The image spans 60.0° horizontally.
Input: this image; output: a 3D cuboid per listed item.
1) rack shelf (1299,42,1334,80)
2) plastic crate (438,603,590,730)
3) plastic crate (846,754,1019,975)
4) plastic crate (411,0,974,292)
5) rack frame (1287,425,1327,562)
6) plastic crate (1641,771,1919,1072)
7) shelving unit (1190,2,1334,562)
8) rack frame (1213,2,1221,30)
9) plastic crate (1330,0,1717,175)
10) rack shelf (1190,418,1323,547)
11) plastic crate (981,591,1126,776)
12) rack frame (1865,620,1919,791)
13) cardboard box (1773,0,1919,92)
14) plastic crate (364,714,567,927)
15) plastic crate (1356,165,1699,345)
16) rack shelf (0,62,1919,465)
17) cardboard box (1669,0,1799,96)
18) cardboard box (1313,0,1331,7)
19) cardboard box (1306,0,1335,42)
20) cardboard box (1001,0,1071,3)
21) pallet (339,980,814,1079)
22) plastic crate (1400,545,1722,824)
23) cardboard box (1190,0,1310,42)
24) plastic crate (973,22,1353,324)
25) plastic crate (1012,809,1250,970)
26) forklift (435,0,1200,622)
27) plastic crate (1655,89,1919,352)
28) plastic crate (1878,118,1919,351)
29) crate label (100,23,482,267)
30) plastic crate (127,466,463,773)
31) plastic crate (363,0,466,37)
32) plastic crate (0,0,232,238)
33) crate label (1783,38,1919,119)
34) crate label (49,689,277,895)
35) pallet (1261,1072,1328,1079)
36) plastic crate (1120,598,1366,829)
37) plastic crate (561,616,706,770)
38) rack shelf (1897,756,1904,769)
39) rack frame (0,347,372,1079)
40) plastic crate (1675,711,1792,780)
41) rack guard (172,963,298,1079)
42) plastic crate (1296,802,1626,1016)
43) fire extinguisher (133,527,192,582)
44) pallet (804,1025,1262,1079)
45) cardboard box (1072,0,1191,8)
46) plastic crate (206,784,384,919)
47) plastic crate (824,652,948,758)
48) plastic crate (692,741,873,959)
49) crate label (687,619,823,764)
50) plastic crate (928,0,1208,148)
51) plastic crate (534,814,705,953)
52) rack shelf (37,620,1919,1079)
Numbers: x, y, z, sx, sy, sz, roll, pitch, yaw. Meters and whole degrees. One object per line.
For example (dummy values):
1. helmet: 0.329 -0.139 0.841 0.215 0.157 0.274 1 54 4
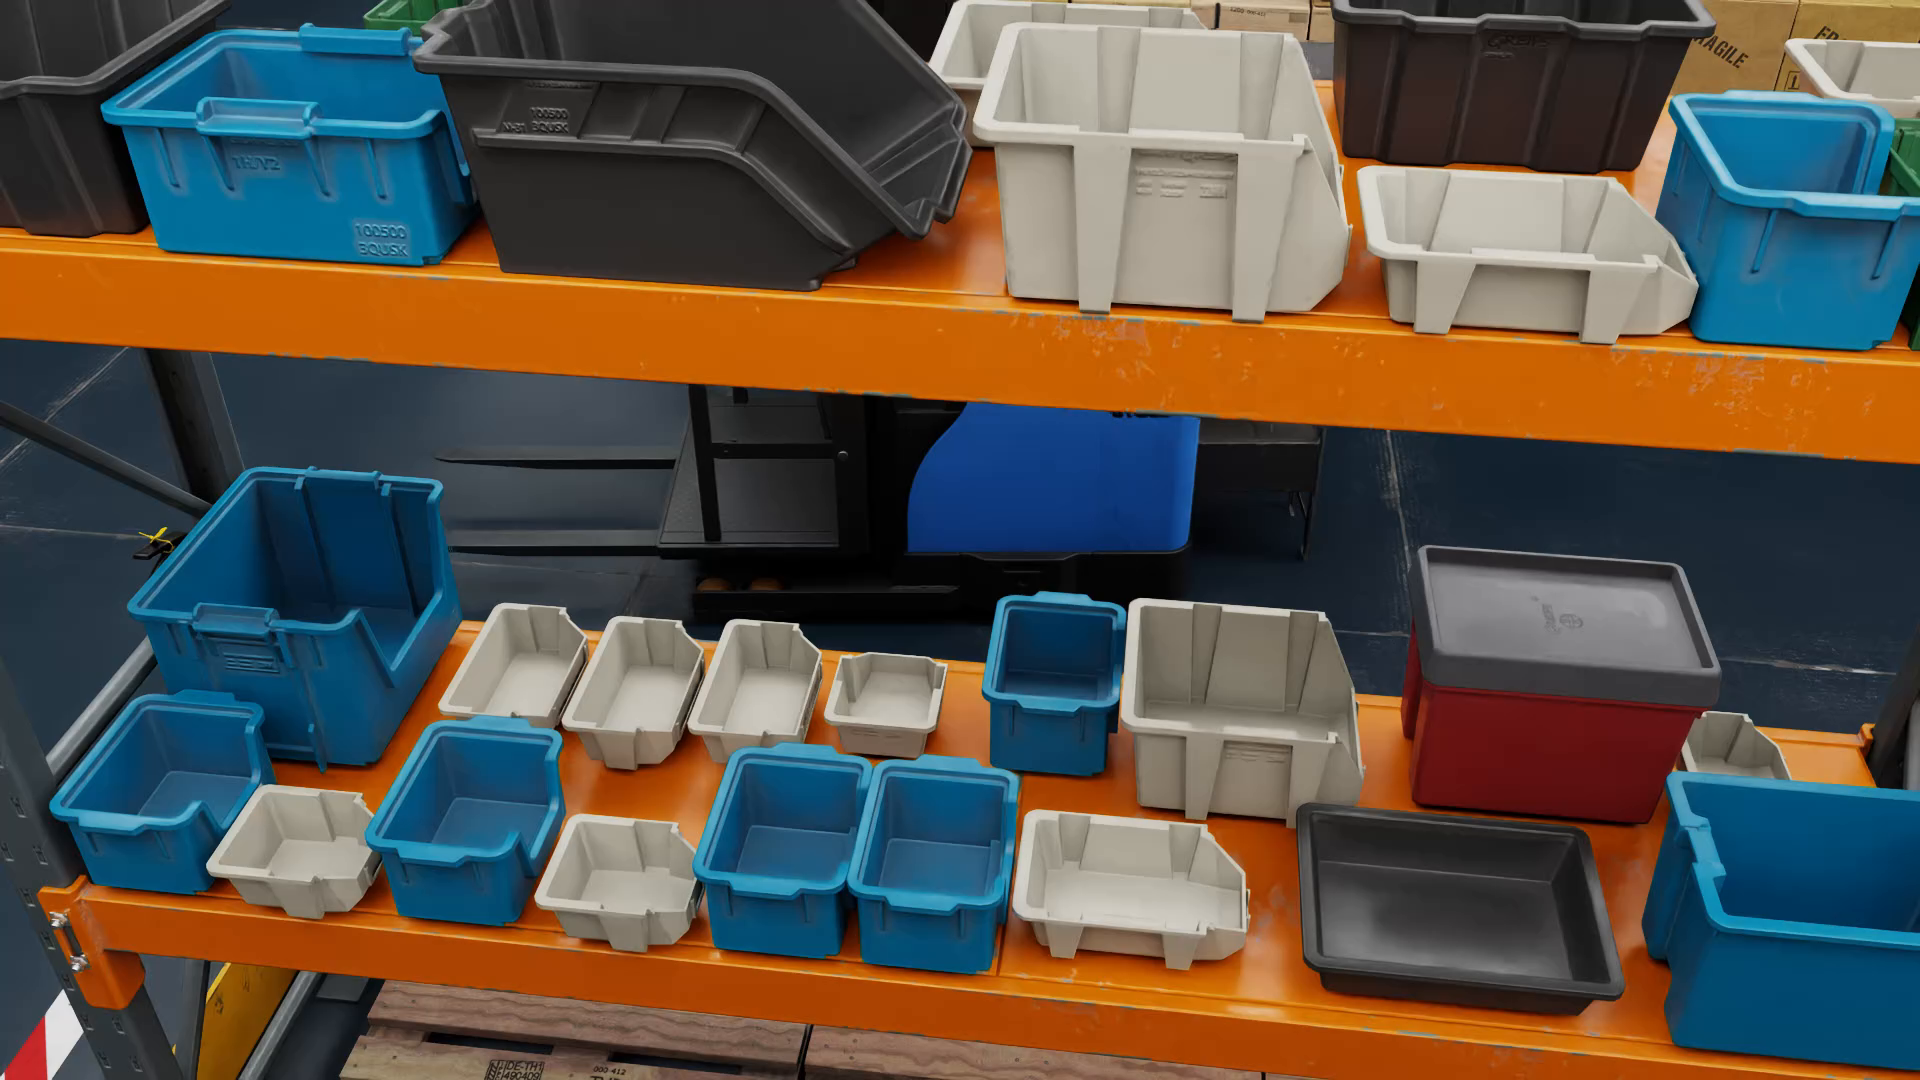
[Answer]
1. rack shelf: 1.133 -1.443 5.783 0.480 0.518 0.431 0 36 0
2. plastic crate: -1.023 0.328 3.883 0.243 0.136 0.396 4 36 6
3. plastic crate: -0.048 0.661 3.334 0.300 0.233 0.416 4 36 6
4. plastic crate: -0.374 -0.635 2.529 0.767 0.338 0.504 4 36 6
5. rack frame: 1.377 -0.885 6.182 0.015 2.100 0.400 0 36 0
6. plastic crate: 1.606 0.730 3.108 0.575 0.384 0.392 4 36 6
7. shelving unit: 1.133 -0.884 6.181 0.503 2.100 0.431 0 36 0
8. rack frame: 0.889 -0.884 6.181 0.015 2.100 0.400 0 36 0
9. plastic crate: 0.916 -0.832 2.864 0.590 0.269 0.497 4 36 6
10. rack shelf: 1.133 -0.303 6.596 0.480 0.518 0.431 0 36 0
11. plastic crate: 0.215 0.337 3.787 0.300 0.233 0.416 4 36 6
12. rack frame: 2.113 0.584 3.350 0.053 2.616 0.949 4 36 6
13. cardboard box: 3.667 -2.094 7.016 0.500 0.500 0.500 4 36 6
14. plastic crate: -0.999 0.590 3.434 0.300 0.233 0.416 4 36 6
15. plastic crate: 0.803 -0.403 2.377 0.466 0.136 0.293 4 36 6
16. rack shelf: 0.129 -0.491 2.892 4.000 0.370 1.077 4 36 6
17. cardboard box: 3.168 -2.131 7.068 0.500 0.500 0.500 4 36 6
18. cardboard box: 1.757 -2.553 6.973 0.500 0.500 0.500 5 36 6
19. cardboard box: 1.759 -2.247 7.189 0.500 0.250 0.500 5 36 7
20. cardboard box: 0.232 -2.359 7.347 0.500 0.250 0.500 3 36 4
21. pallet: -1.041 1.508 4.455 1.213 0.211 1.003 4 36 6
22. plastic crate: 1.259 0.324 3.607 0.583 0.464 0.402 4 36 6
23. cardboard box: 1.253 -2.284 7.242 0.500 0.250 0.500 5 36 7
24. plastic crate: 0.305 -0.541 2.446 0.530 0.282 0.437 4 36 6
25. plastic crate: 0.348 0.713 3.345 0.466 0.136 0.293 4 36 6
26. forklift: -0.647 -1.192 5.897 3.031 2.935 1.130 0 36 0
27. plastic crate: 1.169 -0.451 2.361 0.300 0.233 0.416 4 36 6
28. plastic crate: 1.654 -0.406 2.338 0.662 0.188 0.450 4 36 6
29. crate label: -0.980 -0.616 2.577 0.502 0.251 0.408 4 36 6
30. plastic crate: -1.499 0.168 3.851 0.499 0.435 0.616 4 36 6
31. plastic crate: -0.840 -0.937 3.081 0.336 0.188 0.450 4 36 6
32. plastic crate: -1.508 -0.689 2.664 0.590 0.269 0.497 4 36 6
33. crate label: 1.664 -0.731 2.837 0.466 0.136 0.293 4 36 6
34. crate label: -1.651 0.541 3.502 0.303 0.233 0.416 4 36 6
35. pallet: 1.379 1.688 4.202 1.213 0.211 1.003 4 36 6
36. plastic crate: 0.622 0.390 3.672 0.530 0.282 0.437 4 36 6
37. plastic crate: -0.737 0.358 3.841 0.243 0.136 0.396 4 36 6
38. rack shelf: 4.097 1.026 3.349 4.000 0.370 1.077 4 36 6
39. rack frame: -1.854 0.290 3.762 0.127 3.000 1.000 4 36 6
40. plastic crate: 1.670 0.552 3.570 0.243 0.136 0.396 4 36 6
41. rack guard: -1.880 1.313 4.480 0.348 0.500 1.175 4 36 6
42. plastic crate: 0.969 0.745 3.309 0.590 0.125 0.437 4 36 6
43. fire extinguisher: -1.946 0.200 4.276 0.183 0.674 0.296 4 36 6
44. pallet: 0.165 1.600 4.327 1.213 0.211 1.003 4 36 6
45. cardboard box: 0.751 -2.324 7.297 0.500 0.250 0.500 4 36 5
46. plastic crate: -1.344 0.652 3.430 0.298 0.136 0.250 4 36 6
47. plastic crate: -0.162 0.376 3.816 0.250 0.136 0.298 4 36 6
48. plastic crate: -0.346 0.639 3.365 0.300 0.233 0.416 4 36 6
49. crate label: -0.458 0.365 3.832 0.243 0.136 0.396 4 36 6
50. plastic crate: 0.227 -0.814 2.954 0.530 0.136 0.437 4 36 6
51. plastic crate: -0.671 0.702 3.360 0.298 0.136 0.250 4 36 6
52. rack shelf: 0.129 0.730 3.764 4.000 0.370 1.077 4 36 6
